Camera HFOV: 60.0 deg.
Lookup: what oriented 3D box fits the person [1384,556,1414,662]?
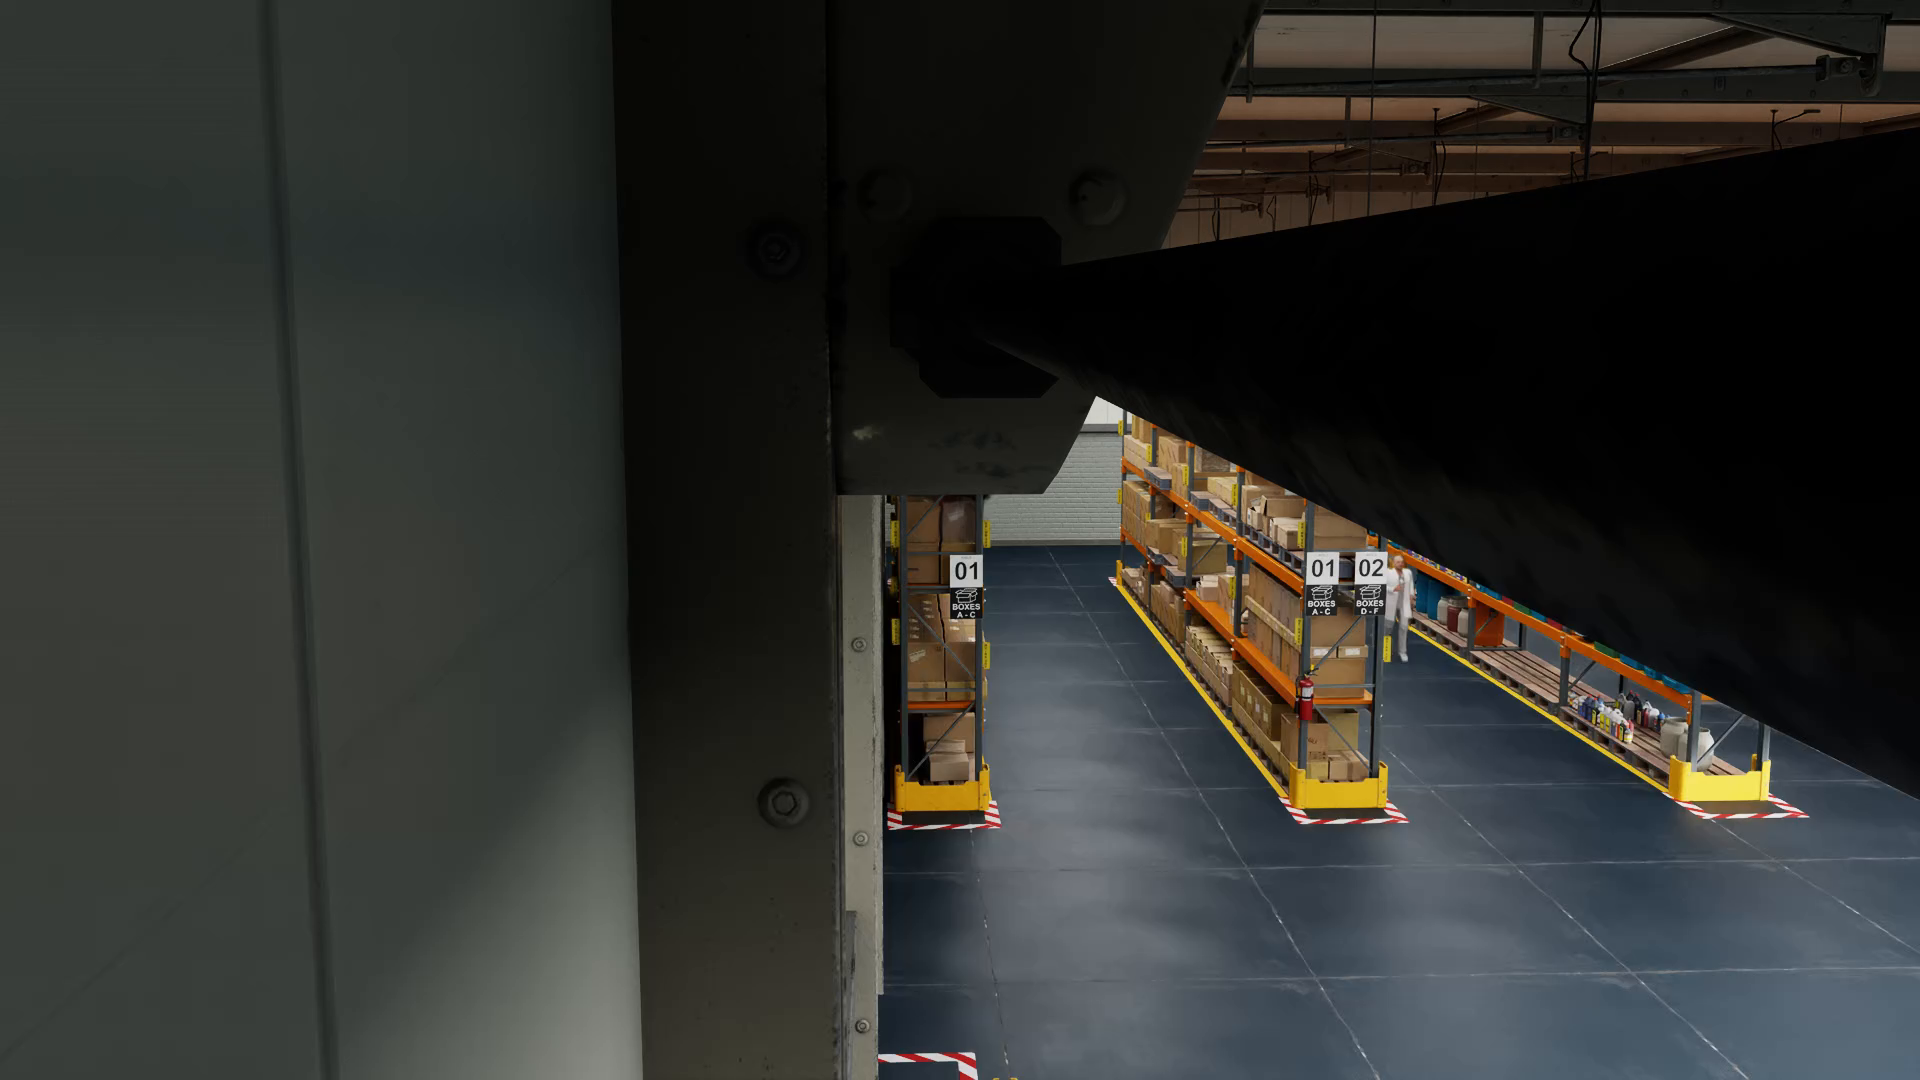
[{"bbox_3d":[7.603,1.199,29.029,0.708,1.708,1.009,-1,8,-3],"label":"person"}]
